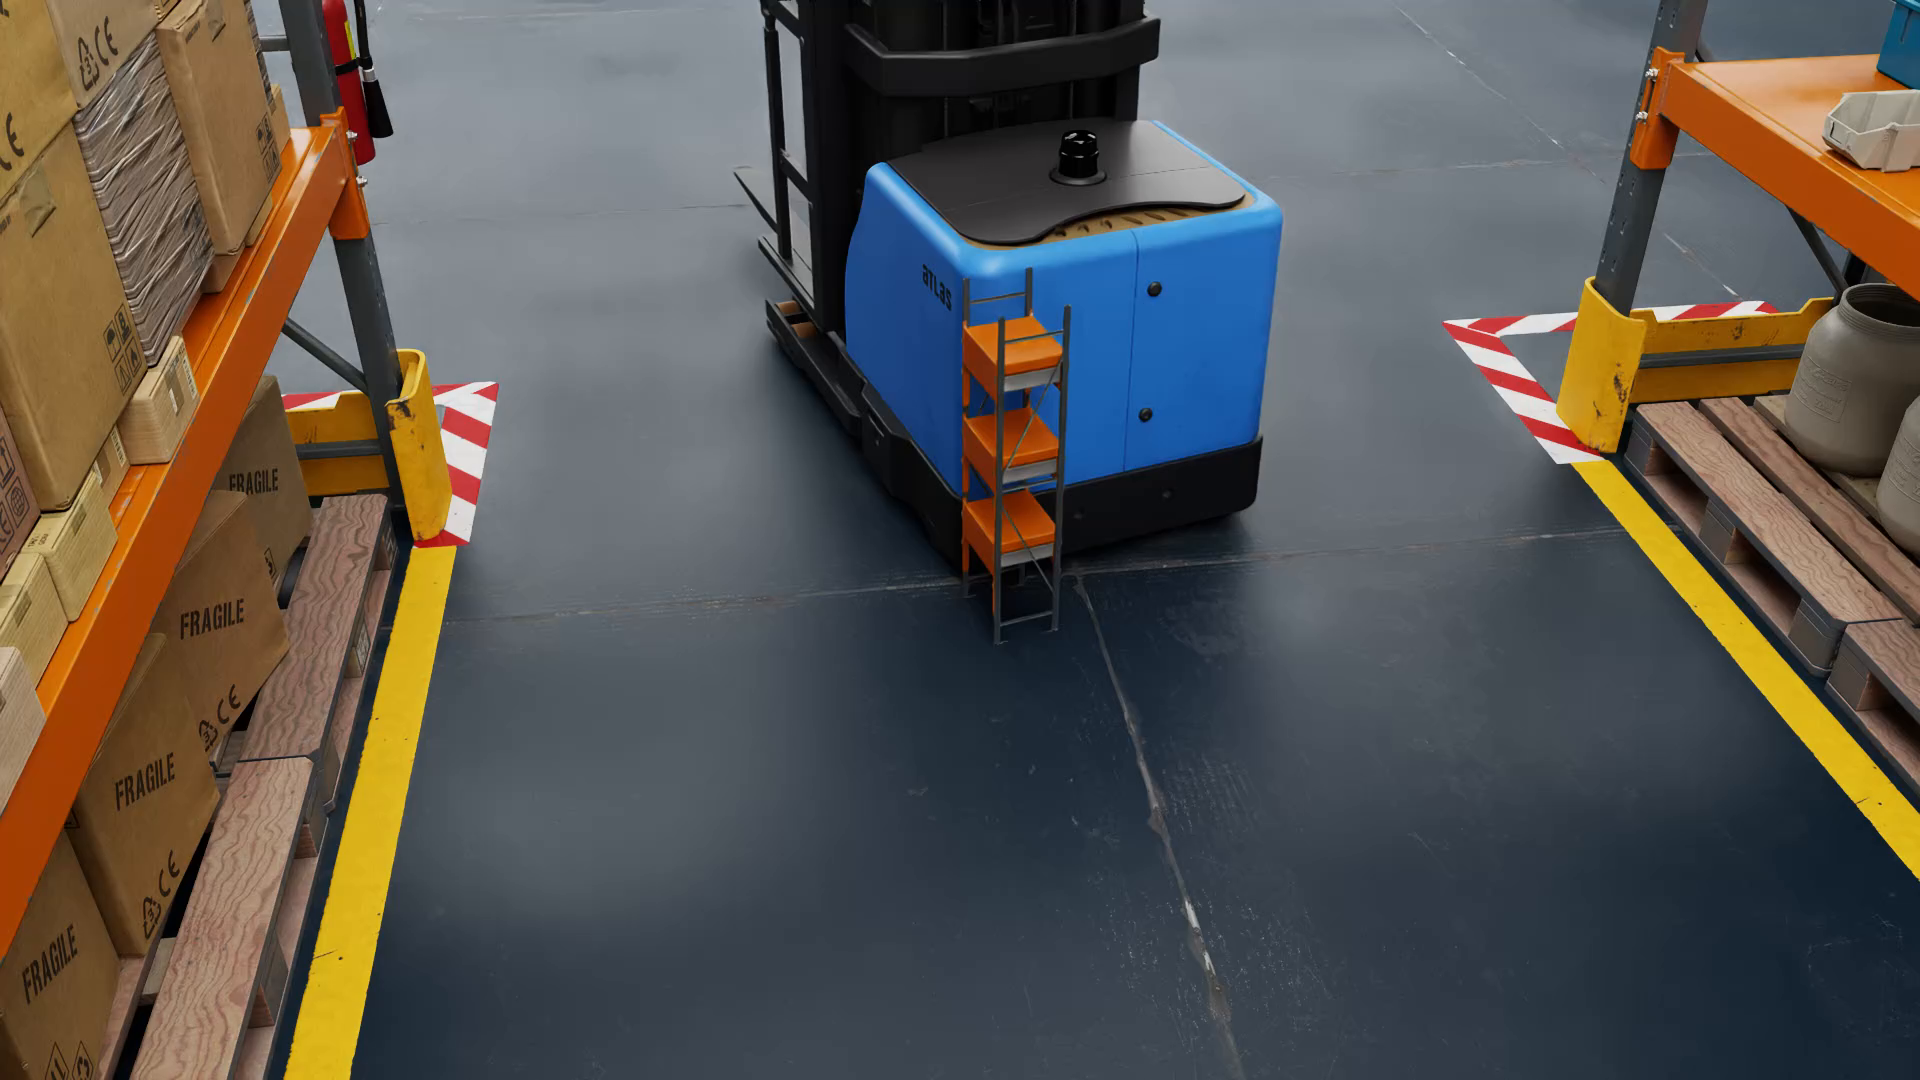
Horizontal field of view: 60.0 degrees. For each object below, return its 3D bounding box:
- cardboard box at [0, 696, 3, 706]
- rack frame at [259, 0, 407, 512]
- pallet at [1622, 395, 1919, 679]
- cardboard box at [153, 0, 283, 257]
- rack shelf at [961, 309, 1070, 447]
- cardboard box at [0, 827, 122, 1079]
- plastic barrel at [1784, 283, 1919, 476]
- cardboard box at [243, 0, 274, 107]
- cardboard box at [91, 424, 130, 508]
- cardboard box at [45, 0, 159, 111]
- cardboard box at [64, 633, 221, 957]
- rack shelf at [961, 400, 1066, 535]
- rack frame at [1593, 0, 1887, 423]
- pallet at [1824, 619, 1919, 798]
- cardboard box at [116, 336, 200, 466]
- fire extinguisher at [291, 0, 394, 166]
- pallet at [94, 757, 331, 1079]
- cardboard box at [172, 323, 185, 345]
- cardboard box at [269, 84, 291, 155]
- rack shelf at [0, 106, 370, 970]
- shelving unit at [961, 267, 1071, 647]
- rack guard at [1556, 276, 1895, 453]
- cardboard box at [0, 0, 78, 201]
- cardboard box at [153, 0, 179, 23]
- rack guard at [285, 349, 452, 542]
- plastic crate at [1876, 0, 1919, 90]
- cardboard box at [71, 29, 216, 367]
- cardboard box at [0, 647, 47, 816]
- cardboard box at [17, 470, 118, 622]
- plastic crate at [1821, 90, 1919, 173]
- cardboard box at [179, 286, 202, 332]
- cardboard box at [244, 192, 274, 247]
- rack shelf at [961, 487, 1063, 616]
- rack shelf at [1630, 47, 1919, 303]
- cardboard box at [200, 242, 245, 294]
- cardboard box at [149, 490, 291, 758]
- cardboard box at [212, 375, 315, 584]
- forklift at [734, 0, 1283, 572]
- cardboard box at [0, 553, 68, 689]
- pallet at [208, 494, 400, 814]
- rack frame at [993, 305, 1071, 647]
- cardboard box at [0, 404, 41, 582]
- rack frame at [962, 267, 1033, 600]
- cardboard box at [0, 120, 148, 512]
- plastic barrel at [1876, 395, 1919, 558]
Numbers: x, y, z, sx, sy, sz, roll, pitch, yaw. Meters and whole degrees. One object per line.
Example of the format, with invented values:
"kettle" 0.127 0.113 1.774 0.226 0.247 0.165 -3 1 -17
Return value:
"cardboard box" -1.743 0.195 1.948 0.875 0.500 0.500 -4 35 -6
"rack frame" -2.250 -1.336 4.547 1.000 3.000 0.127 -4 35 -6
"pallet" 2.819 -0.066 5.159 1.003 0.211 1.213 -4 35 -6
"cardboard box" -2.017 -0.921 3.585 0.875 0.500 0.500 -4 35 -6
"rack shelf" 0.147 -0.438 4.475 0.215 0.259 0.240 -12 36 -18
"cardboard box" -1.972 0.870 3.157 0.500 0.500 0.500 -7 35 -11
"plastic barrel" 2.823 -0.495 5.149 0.421 0.512 0.421 0 34 0
"cardboard box" -2.203 -1.191 3.981 0.875 0.500 0.500 -4 35 -6
"cardboard box" -1.736 -0.115 2.978 0.380 0.149 0.250 -4 35 -6
"cardboard box" -1.793 -1.067 2.912 0.500 0.500 0.500 -4 35 -6
"cardboard box" -2.002 0.555 3.619 0.500 0.500 0.500 -1 34 -2
"rack shelf" 0.147 -0.204 4.635 0.215 0.259 0.240 -12 36 -18
"rack frame" 2.658 -1.711 5.097 1.000 3.000 0.127 -4 35 -6
"pallet" 2.980 0.613 4.163 1.003 0.211 1.213 -4 35 -6
"cardboard box" -1.701 -0.259 3.190 0.380 0.149 0.250 -4 35 -6
"fire extinguisher" -1.808 -1.403 4.713 0.296 0.674 0.183 -4 35 -6
"pallet" -2.004 0.994 3.604 1.003 0.211 1.213 -4 35 -6
"cardboard box" -1.822 -0.392 3.385 0.380 0.149 0.250 -4 35 -6
"cardboard box" -2.007 -1.089 4.407 0.380 0.149 0.250 -4 35 -6
"rack shelf" -1.981 0.078 3.111 1.077 0.370 4.000 -4 35 -6
"shelving unit" 0.147 -0.212 4.629 0.215 1.050 0.252 -12 36 -18
"rack guard" 2.715 -0.639 5.744 1.175 0.500 0.348 -4 35 -6
"cardboard box" -1.734 -0.788 2.501 0.500 0.500 0.500 -4 35 -6
"cardboard box" -1.858 -1.346 3.321 0.500 0.500 0.500 -4 35 -6
"rack guard" -2.239 -0.260 5.188 1.175 0.500 0.348 -4 35 -6
"plastic crate" 3.022 -1.393 4.762 0.499 0.251 0.616 -4 35 -6
"cardboard box" -1.992 -0.639 3.171 0.875 0.500 0.500 -4 35 -6
"cardboard box" -1.560 0.298 2.372 0.380 0.149 0.250 -4 35 -6
"cardboard box" -1.657 0.021 2.778 0.380 0.149 0.250 -4 35 -6
"plastic crate" 2.460 -1.078 4.403 0.298 0.136 0.250 -4 35 -6
"cardboard box" -1.878 -0.530 3.587 0.380 0.149 0.250 -4 35 -6
"cardboard box" -1.889 -0.813 4.003 0.380 0.149 0.250 -4 35 -6
"rack shelf" 0.147 0.026 4.792 0.215 0.259 0.240 -12 36 -18
"rack shelf" 2.927 -0.298 3.662 1.077 0.370 4.000 -4 35 -6
"cardboard box" -1.871 -0.673 3.797 0.380 0.149 0.250 -4 35 -6
"cardboard box" -2.068 0.204 4.133 0.500 0.500 0.500 4 35 6
"cardboard box" -2.182 -0.127 4.619 0.500 0.500 0.500 2 34 2
"forklift" -0.088 -1.938 5.491 1.130 2.935 3.031 -13 36 -19
"cardboard box" -1.635 0.162 2.572 0.380 0.149 0.250 -4 35 -6
"pallet" -2.165 0.315 4.600 1.003 0.211 1.213 -4 35 -6
"rack frame" 0.191 -0.148 4.535 0.200 1.050 0.008 -12 36 -18
"cardboard box" -1.910 -0.077 2.346 0.875 0.500 0.500 -4 35 -6
"rack frame" 0.102 -0.276 4.723 0.200 1.050 0.008 -12 36 -18
"cardboard box" -1.937 -0.359 2.760 0.875 0.500 0.500 -4 35 -6
"plastic barrel" 2.890 -0.215 4.738 0.421 0.512 0.421 0 34 0
